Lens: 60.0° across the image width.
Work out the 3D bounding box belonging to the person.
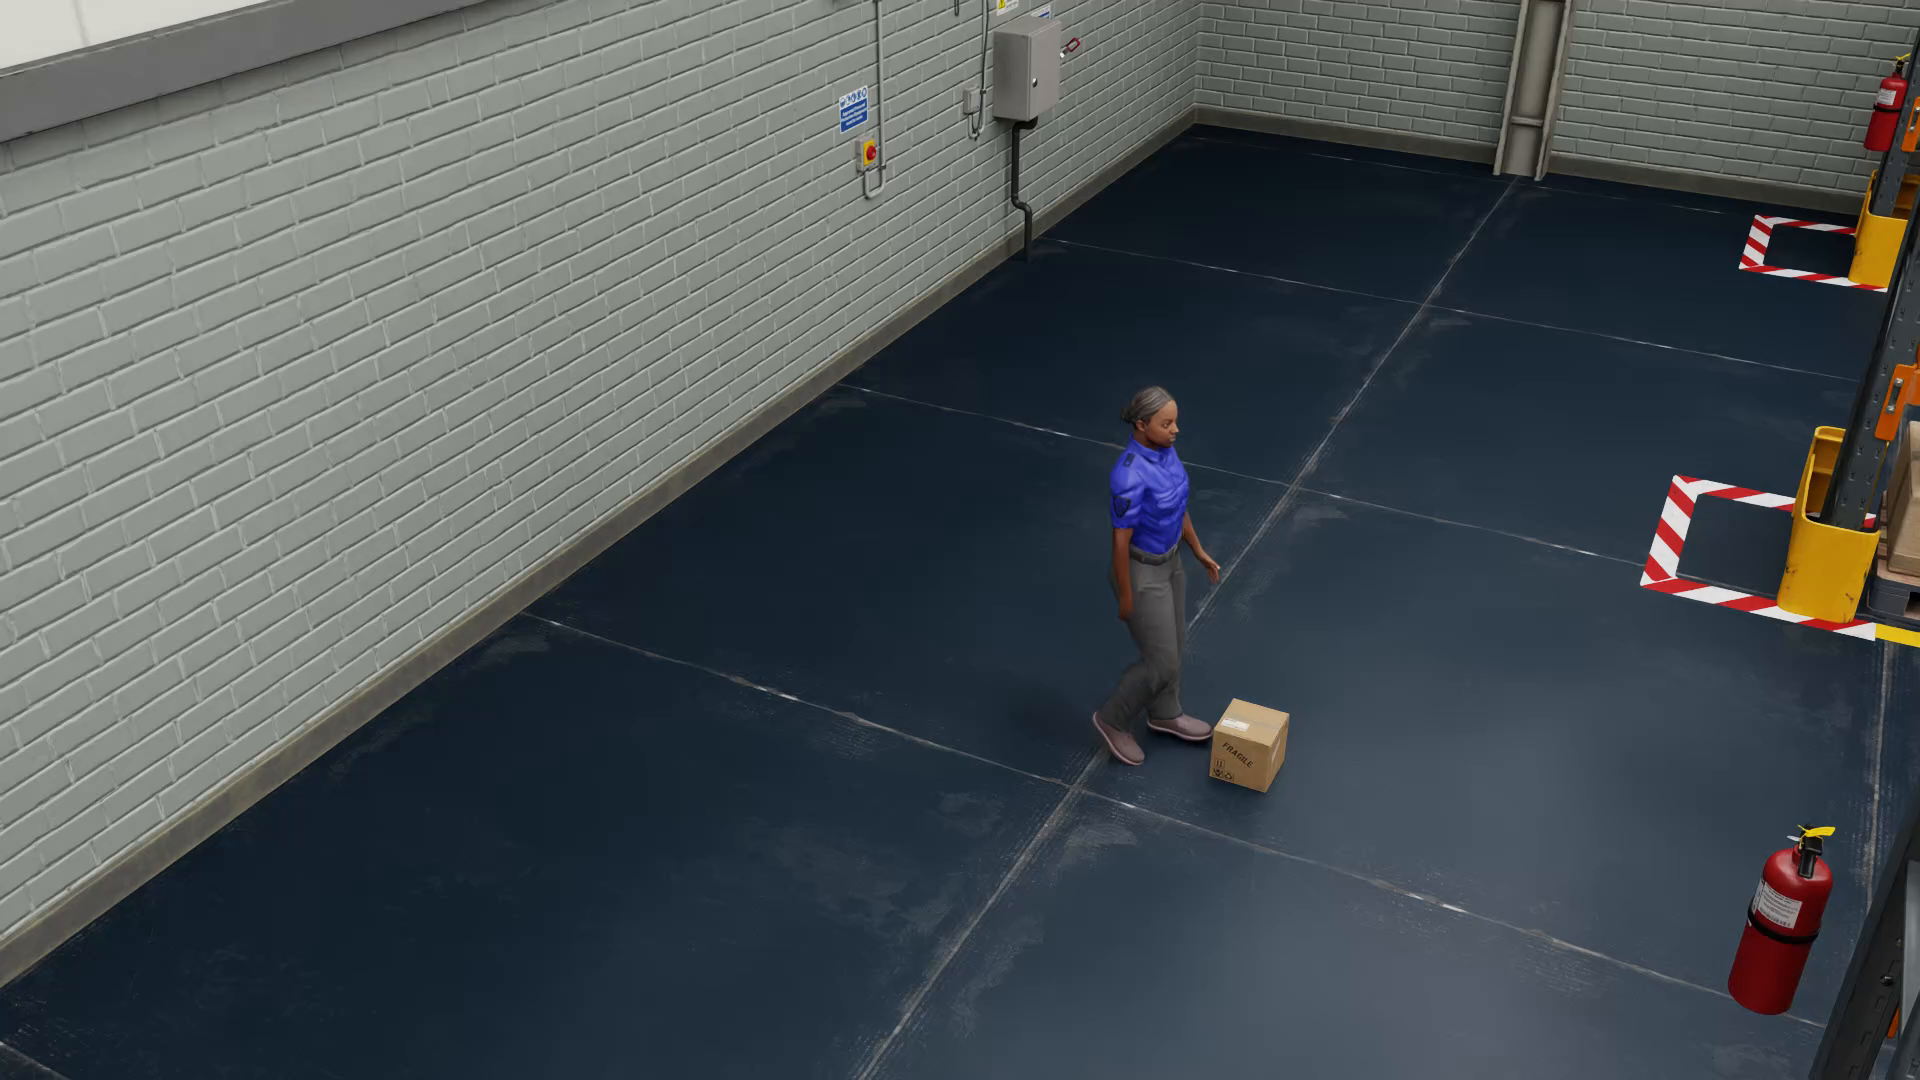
[{"bbox_3d":[0.849,0.158,6.859,0.476,1.688,0.470,13,33,22],"label":"person"}]
